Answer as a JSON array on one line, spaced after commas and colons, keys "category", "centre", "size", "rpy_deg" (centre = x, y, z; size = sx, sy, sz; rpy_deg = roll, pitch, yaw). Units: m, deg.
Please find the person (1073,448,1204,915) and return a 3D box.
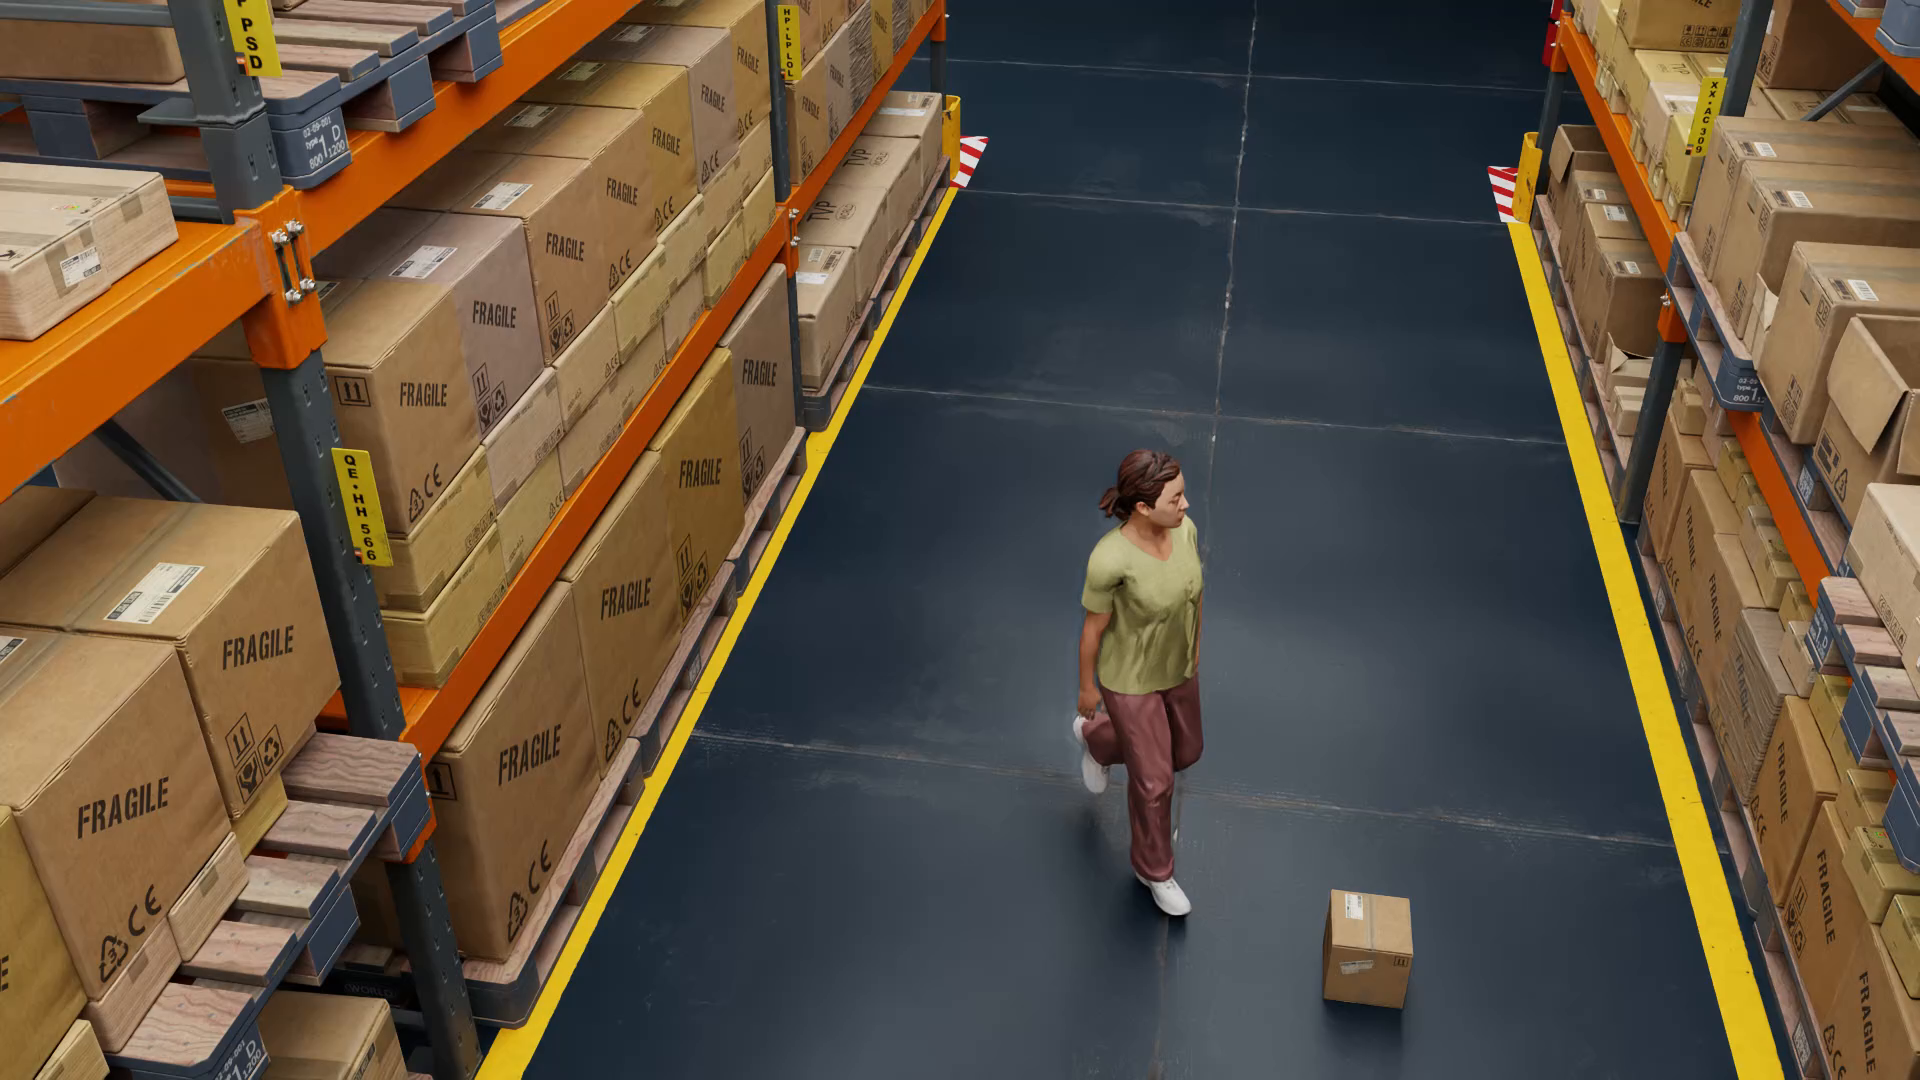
[{"category": "person", "centre": [0.593, 0.413, 5.484], "size": [0.471, 1.642, 0.779], "rpy_deg": [-21, 38, -29]}]
